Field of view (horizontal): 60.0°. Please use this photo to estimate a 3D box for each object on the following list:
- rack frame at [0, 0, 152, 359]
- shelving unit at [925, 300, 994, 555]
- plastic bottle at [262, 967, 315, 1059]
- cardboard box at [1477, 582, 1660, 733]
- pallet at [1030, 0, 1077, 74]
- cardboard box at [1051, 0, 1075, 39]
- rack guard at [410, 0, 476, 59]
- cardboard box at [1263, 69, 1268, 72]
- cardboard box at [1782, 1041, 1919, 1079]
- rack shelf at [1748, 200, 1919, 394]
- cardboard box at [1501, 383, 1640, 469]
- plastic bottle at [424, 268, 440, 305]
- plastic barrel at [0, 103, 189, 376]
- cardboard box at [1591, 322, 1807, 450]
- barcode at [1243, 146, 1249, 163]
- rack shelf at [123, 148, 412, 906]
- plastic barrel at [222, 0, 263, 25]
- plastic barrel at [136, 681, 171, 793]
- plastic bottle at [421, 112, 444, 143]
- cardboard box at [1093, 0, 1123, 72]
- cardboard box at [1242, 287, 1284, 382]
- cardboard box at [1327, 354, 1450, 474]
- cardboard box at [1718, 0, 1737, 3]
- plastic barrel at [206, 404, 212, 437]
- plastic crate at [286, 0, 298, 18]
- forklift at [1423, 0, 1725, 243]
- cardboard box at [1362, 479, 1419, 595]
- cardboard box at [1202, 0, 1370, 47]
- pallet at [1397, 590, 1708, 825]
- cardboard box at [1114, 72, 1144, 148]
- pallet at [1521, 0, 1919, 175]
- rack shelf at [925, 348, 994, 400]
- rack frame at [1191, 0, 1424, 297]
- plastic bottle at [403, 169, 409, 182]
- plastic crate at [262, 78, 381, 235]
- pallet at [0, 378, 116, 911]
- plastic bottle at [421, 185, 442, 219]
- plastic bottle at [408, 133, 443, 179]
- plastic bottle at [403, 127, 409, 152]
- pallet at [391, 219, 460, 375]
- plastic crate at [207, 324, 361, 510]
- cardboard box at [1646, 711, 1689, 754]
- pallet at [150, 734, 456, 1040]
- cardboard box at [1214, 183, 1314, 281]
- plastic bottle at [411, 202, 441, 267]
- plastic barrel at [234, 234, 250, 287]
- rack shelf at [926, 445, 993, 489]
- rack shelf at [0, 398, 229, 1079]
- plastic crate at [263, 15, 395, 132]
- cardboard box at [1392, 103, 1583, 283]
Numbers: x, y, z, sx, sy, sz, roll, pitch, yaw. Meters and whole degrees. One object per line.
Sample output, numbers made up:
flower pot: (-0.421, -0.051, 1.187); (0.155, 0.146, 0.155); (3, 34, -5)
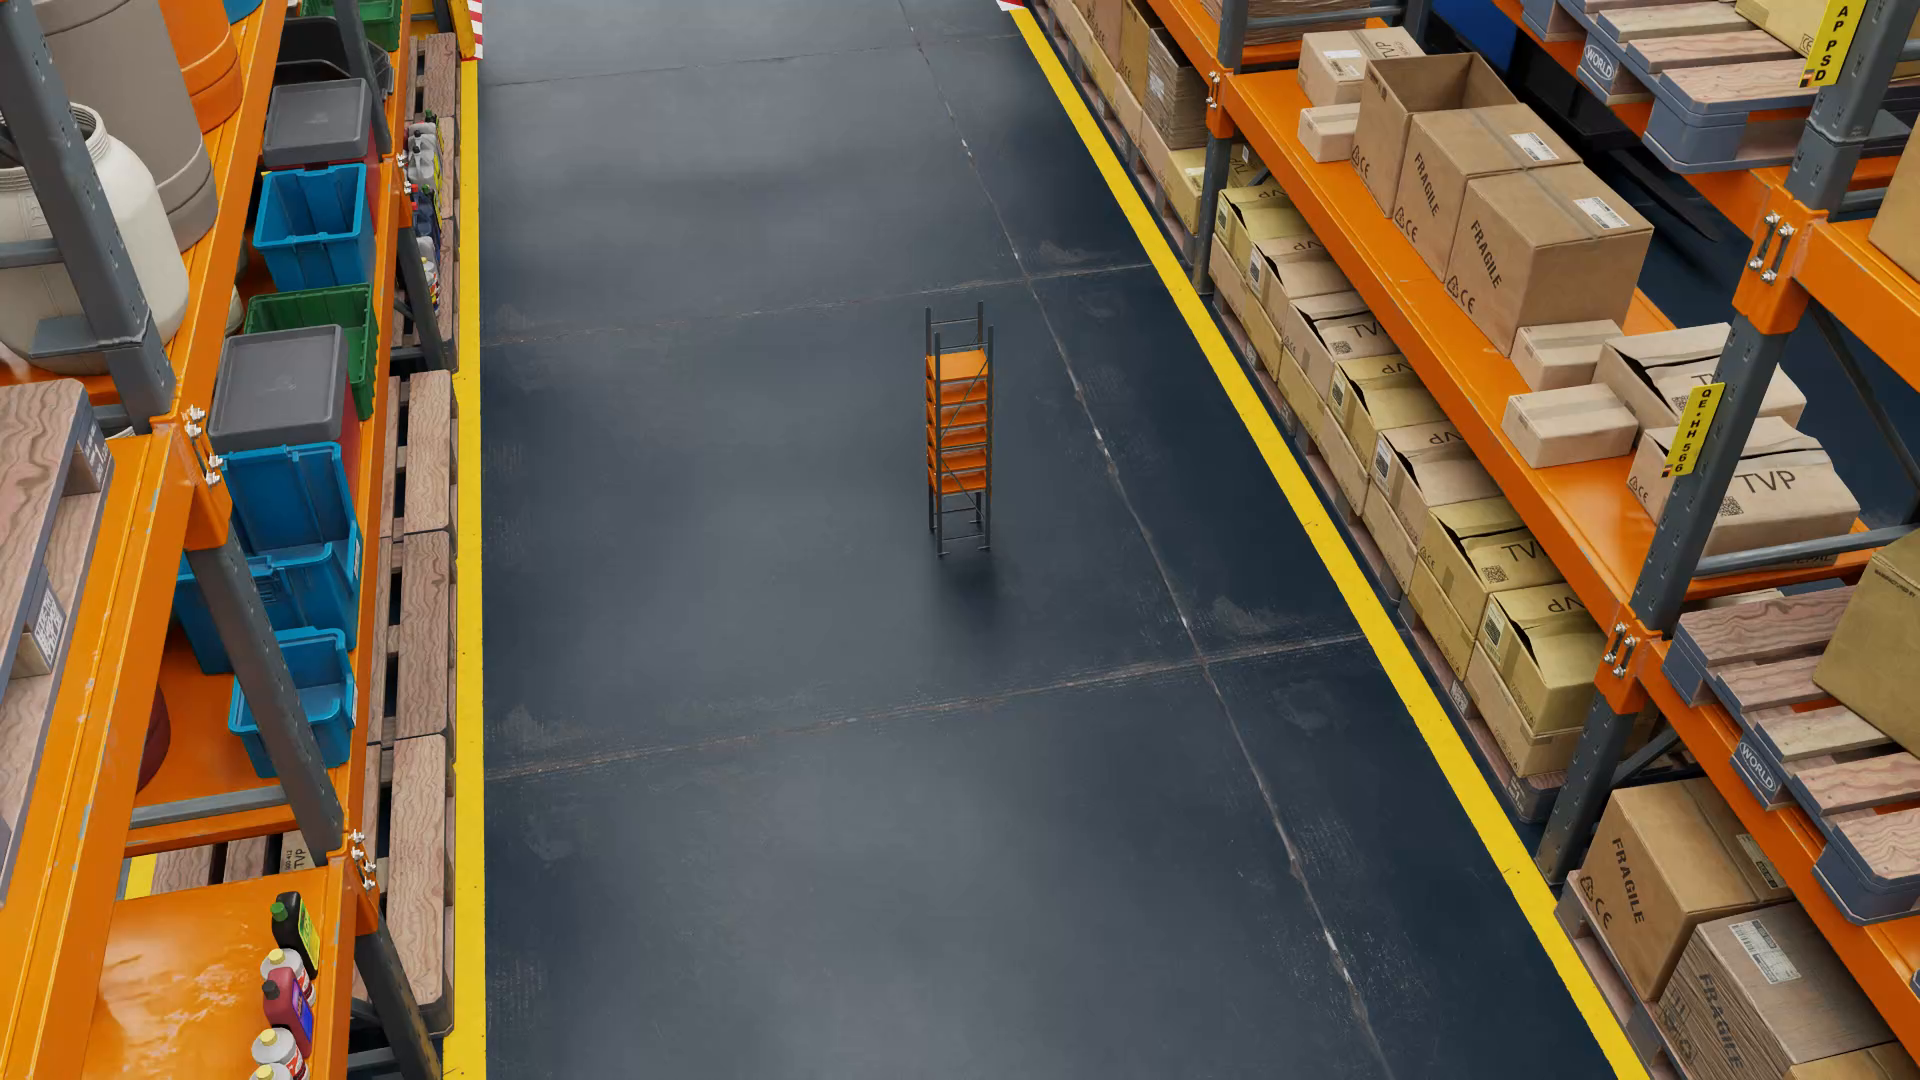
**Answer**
rack frame: (-2.205, -1.496, 2.438); (1.000, 3.000, 0.127); (-8, 42, -9)
shelving unit: (-0.003, -0.458, 7.144); (0.258, 1.200, 0.189); (-8, 42, -9)
plastic bottle: (-1.651, 1.142, 4.073); (0.061, 0.283, 0.133); (-8, 42, -9)
cardboard box: (2.279, 0.398, 6.156); (0.500, 0.311, 0.500); (-7, 42, -8)
pallet: (1.112, -3.612, 11.442); (1.003, 0.211, 1.213); (-8, 42, -9)
cardboard box: (0.916, -3.571, 11.050); (0.500, 0.250, 0.500); (-8, 42, -9)
rack guard: (-3.869, -3.460, 11.053); (1.175, 0.500, 0.348); (-8, 42, -9)
cardboard box: (1.859, -2.630, 9.425); (0.500, 0.500, 0.500); (-8, 42, -9)
cardboard box: (2.674, 1.811, 4.783); (0.500, 0.500, 0.500); (-9, 42, -10)
rack shelf: (3.065, 0.484, 3.009); (1.077, 0.370, 4.000); (-8, 42, -9)
cardboard box: (2.169, -0.409, 5.922); (0.380, 0.149, 0.250); (-8, 42, -9)
plastic bottle: (-2.731, -1.298, 8.511); (0.097, 0.201, 0.097); (0, 42, 0)
plastic barrel: (-1.972, -0.661, 3.673); (0.421, 0.512, 0.421); (0, 42, 0)
cardboard box: (2.629, -0.533, 5.940); (0.500, 0.311, 0.500); (-9, 42, -10)
barcode: (1.418, -1.916, 8.259); (0.001, 0.075, 0.075); (-8, 42, -9)
rack shelf: (-2.636, -0.279, 6.129); (1.077, 0.370, 4.000); (-8, 42, -9)
plastic barrel: (-2.464, -2.008, 4.897); (0.600, 0.901, 0.708); (-8, 42, -9)
plastic barrel: (-2.601, 0.440, 4.674); (0.600, 0.536, 0.708); (-8, 42, -9)
plastic bottle: (-3.107, -2.428, 9.784); (0.097, 0.201, 0.097); (0, 42, 0)
cardboard box: (1.126, -3.202, 10.069); (0.500, 0.500, 0.500); (-8, 42, -9)
cardboard box: (1.724, -1.052, 8.213); (0.500, 0.250, 0.500); (-7, 42, -8)
cardboard box: (1.949, -0.591, 7.270); (0.500, 0.311, 0.500); (-7, 42, -8)
cardboard box: (2.349, -1.805, 4.843); (0.500, 0.250, 0.500); (-7, 42, -8)
plastic barrel: (-2.824, -0.488, 5.720); (0.433, 0.535, 0.433); (0, 42, 0)
plastic crate: (-3.666, -2.762, 8.583); (0.530, 0.136, 0.437); (-8, 42, -9)
forklift: (4.011, -3.573, 9.349); (1.130, 2.935, 3.031); (-11, 43, -12)
cardboard box: (2.061, -0.054, 7.088); (0.500, 0.250, 0.500); (-7, 42, -8)
cardboard box: (1.668, -2.876, 8.437); (0.700, 0.500, 0.500); (-9, 42, -10)
pallet: (2.493, 0.544, 6.760); (1.003, 0.211, 1.213); (-8, 42, -9)
cardboard box: (1.235, -2.598, 9.954); (0.500, 0.250, 0.500); (-8, 42, -9)
pallet: (2.399, -1.438, 4.774); (1.213, 0.211, 1.003); (-7, 42, -7)
rack shelf: (-0.003, -0.694, 6.935); (0.258, 0.103, 0.180); (-8, 42, -9)
rack frame: (1.769, -2.552, 8.147); (1.000, 3.000, 0.127); (-8, 42, -9)
plastic bottle: (-3.109, -1.934, 9.171); (0.152, 0.276, 0.135); (-8, 42, -9)
plastic crate: (-2.665, -1.599, 7.025); (0.402, 0.464, 0.583); (-8, 42, -9)
pallet: (-2.135, 0.207, 2.922); (1.003, 0.211, 1.213); (-8, 42, -9)
plastic bottle: (-2.916, -1.855, 9.138); (0.097, 0.201, 0.097); (0, 42, 0)
plastic bottle: (-3.049, -2.199, 9.469); (0.152, 0.276, 0.135); (-9, 42, -10)
plastic bottle: (-3.183, -2.276, 9.551); (0.061, 0.283, 0.133); (-8, 42, -9)
pallet: (-3.172, -1.243, 8.773); (1.003, 0.211, 1.213); (-8, 42, -9)
plastic crate: (-2.255, -0.367, 5.638); (0.402, 0.464, 0.583); (-8, 42, -9)
cardboard box: (2.807, 0.530, 6.430); (0.500, 0.250, 0.500); (-8, 42, -9)
pallet: (-2.334, 1.283, 5.927); (1.003, 0.211, 1.213); (-8, 42, -9)
cardboard box: (1.615, -1.587, 8.393); (0.500, 0.311, 0.500); (-8, 42, -9)
plastic bottle: (-2.837, -1.601, 8.740); (0.144, 0.351, 0.185); (-7, 42, -8)
plastic barrel: (-3.076, -1.244, 6.571); (0.433, 0.535, 0.433); (0, 42, 0)
rack shelf: (-0.003, -0.335, 7.253); (0.258, 0.103, 0.180); (-8, 42, -9)
rack shelf: (-1.773, 1.192, 2.212); (1.077, 0.370, 4.000); (-8, 42, -9)
plastic crate: (-3.057, -2.179, 7.774); (0.767, 0.338, 0.504); (-8, 42, -9)
cardboard box: (2.141, -1.423, 6.800); (0.500, 0.500, 0.500); (-8, 42, -9)
